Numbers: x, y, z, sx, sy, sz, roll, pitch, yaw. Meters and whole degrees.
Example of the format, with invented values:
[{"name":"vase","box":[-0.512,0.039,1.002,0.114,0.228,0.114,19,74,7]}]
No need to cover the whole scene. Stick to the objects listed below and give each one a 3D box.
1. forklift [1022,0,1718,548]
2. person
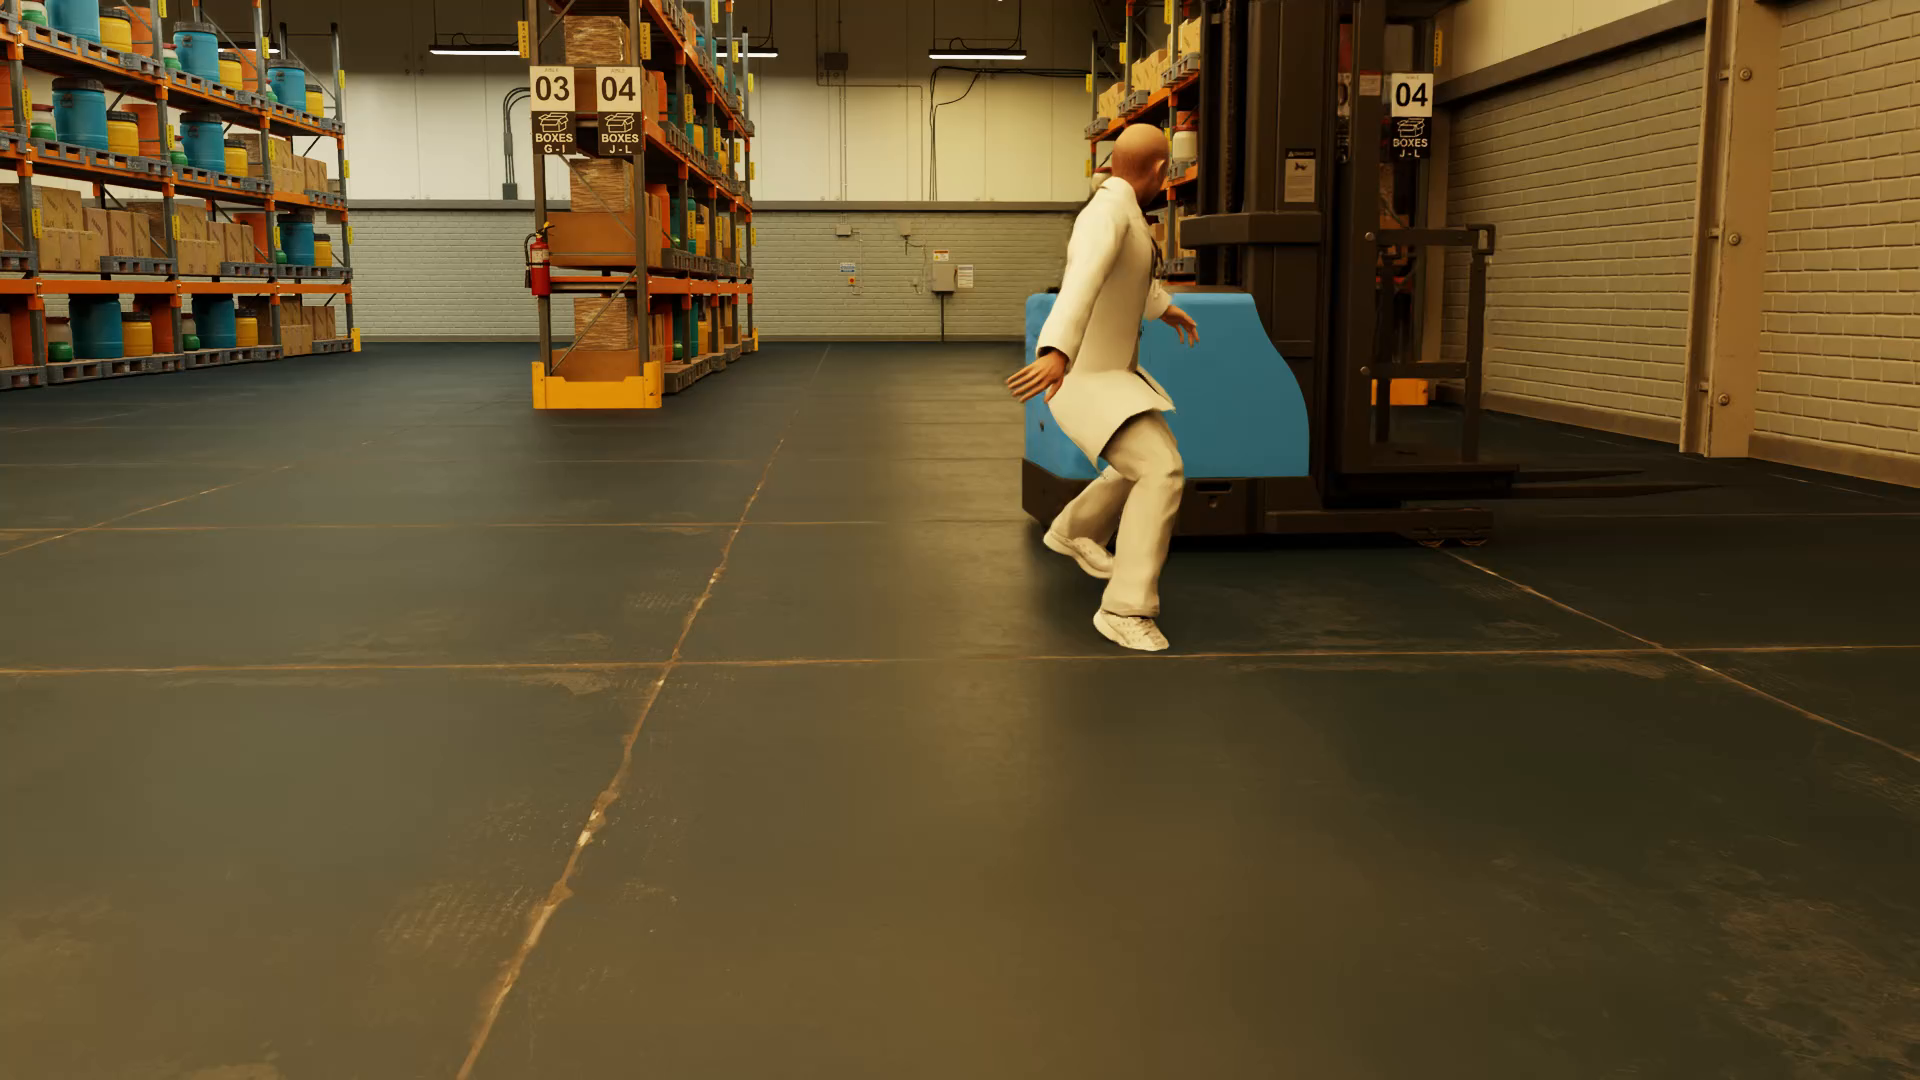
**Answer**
[{"name":"forklift","box":[1.849,-1.493,7.388,3.031,2.935,1.130,-1,9,-8]},{"name":"person","box":[0.476,-0.486,5.409,0.591,1.702,1.218,2,9,12]}]
